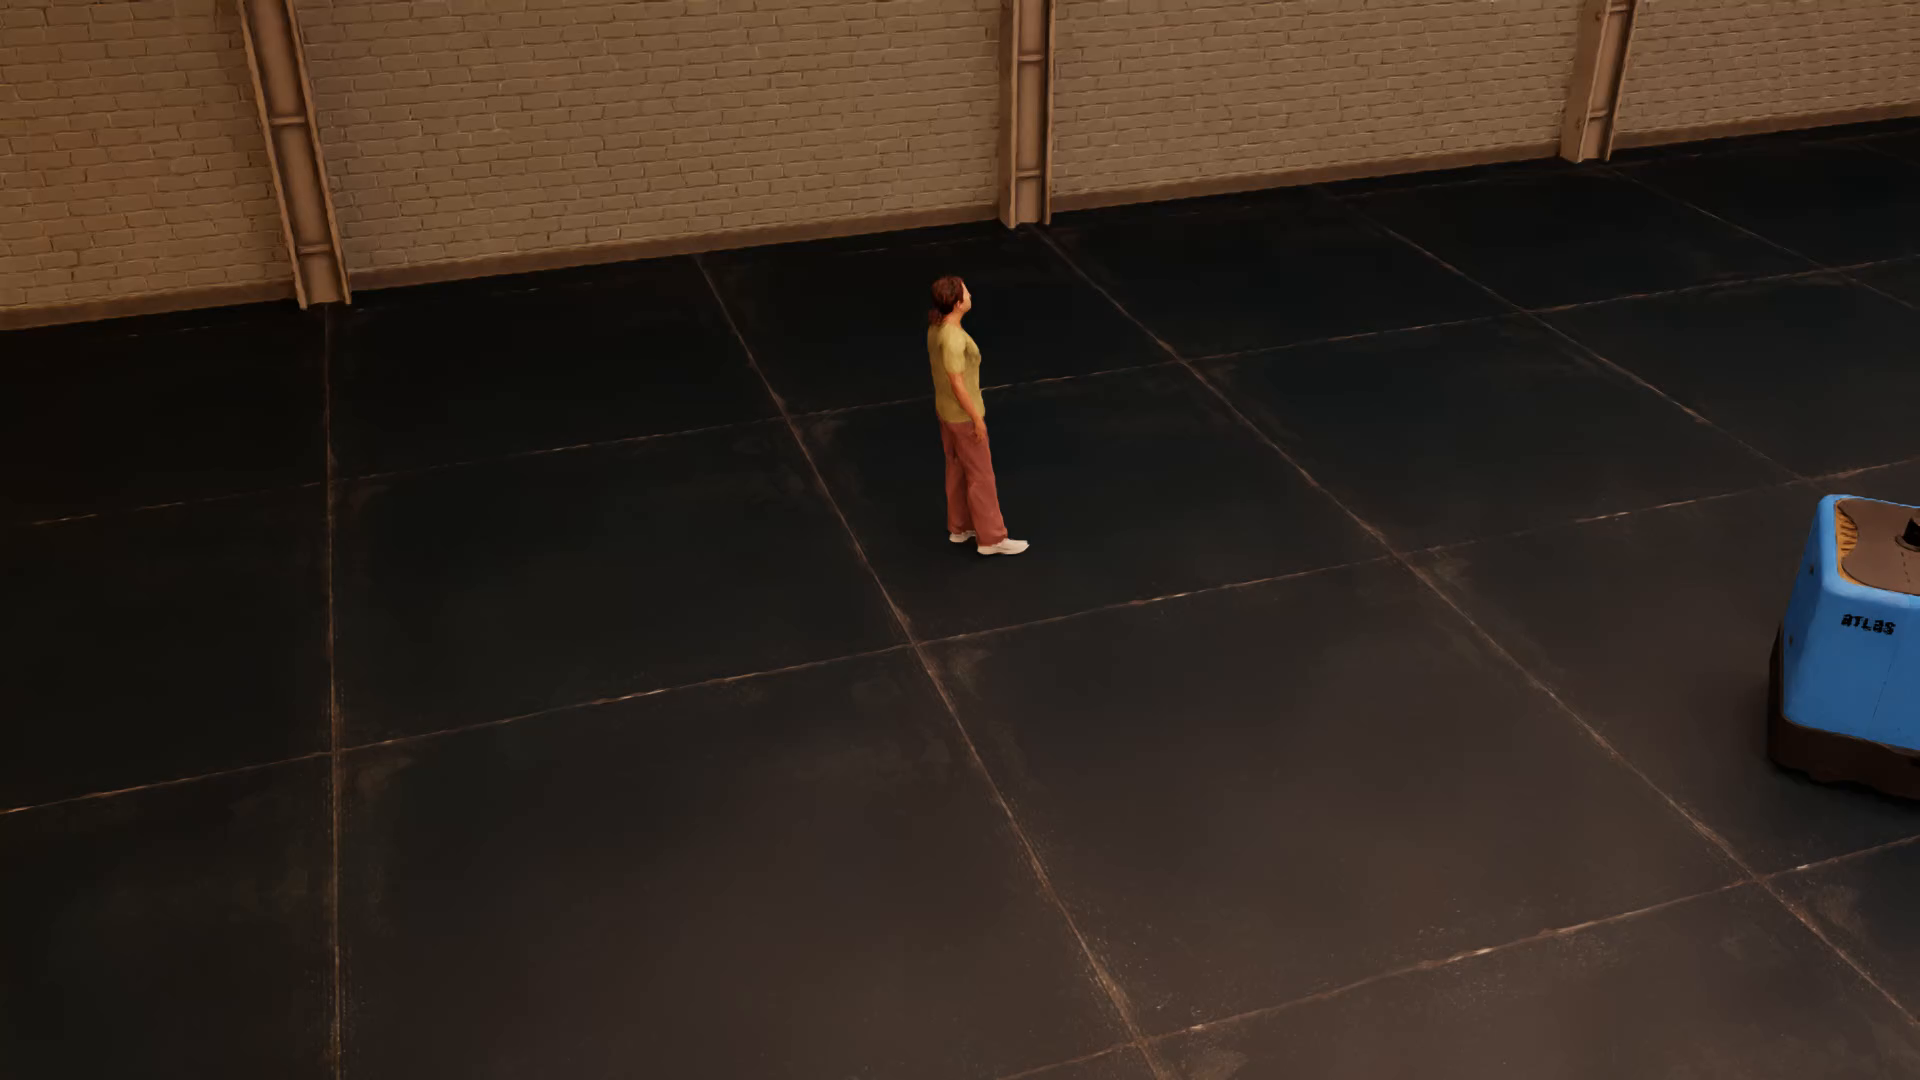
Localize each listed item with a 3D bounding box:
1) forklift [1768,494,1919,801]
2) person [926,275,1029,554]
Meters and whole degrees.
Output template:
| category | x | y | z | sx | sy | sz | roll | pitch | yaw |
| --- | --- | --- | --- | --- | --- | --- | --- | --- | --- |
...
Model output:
| category | x | y | z | sx | sy | sz | roll | pitch | yaw |
| --- | --- | --- | --- | --- | --- | --- | --- | --- | --- |
| forklift | 5.493 | -0.077 | 7.221 | 3.031 | 2.935 | 1.130 | 12 | 32 | 20 |
| person | 0.081 | -0.736 | 9.621 | 0.532 | 1.663 | 0.554 | -10 | 31 | -16 |
